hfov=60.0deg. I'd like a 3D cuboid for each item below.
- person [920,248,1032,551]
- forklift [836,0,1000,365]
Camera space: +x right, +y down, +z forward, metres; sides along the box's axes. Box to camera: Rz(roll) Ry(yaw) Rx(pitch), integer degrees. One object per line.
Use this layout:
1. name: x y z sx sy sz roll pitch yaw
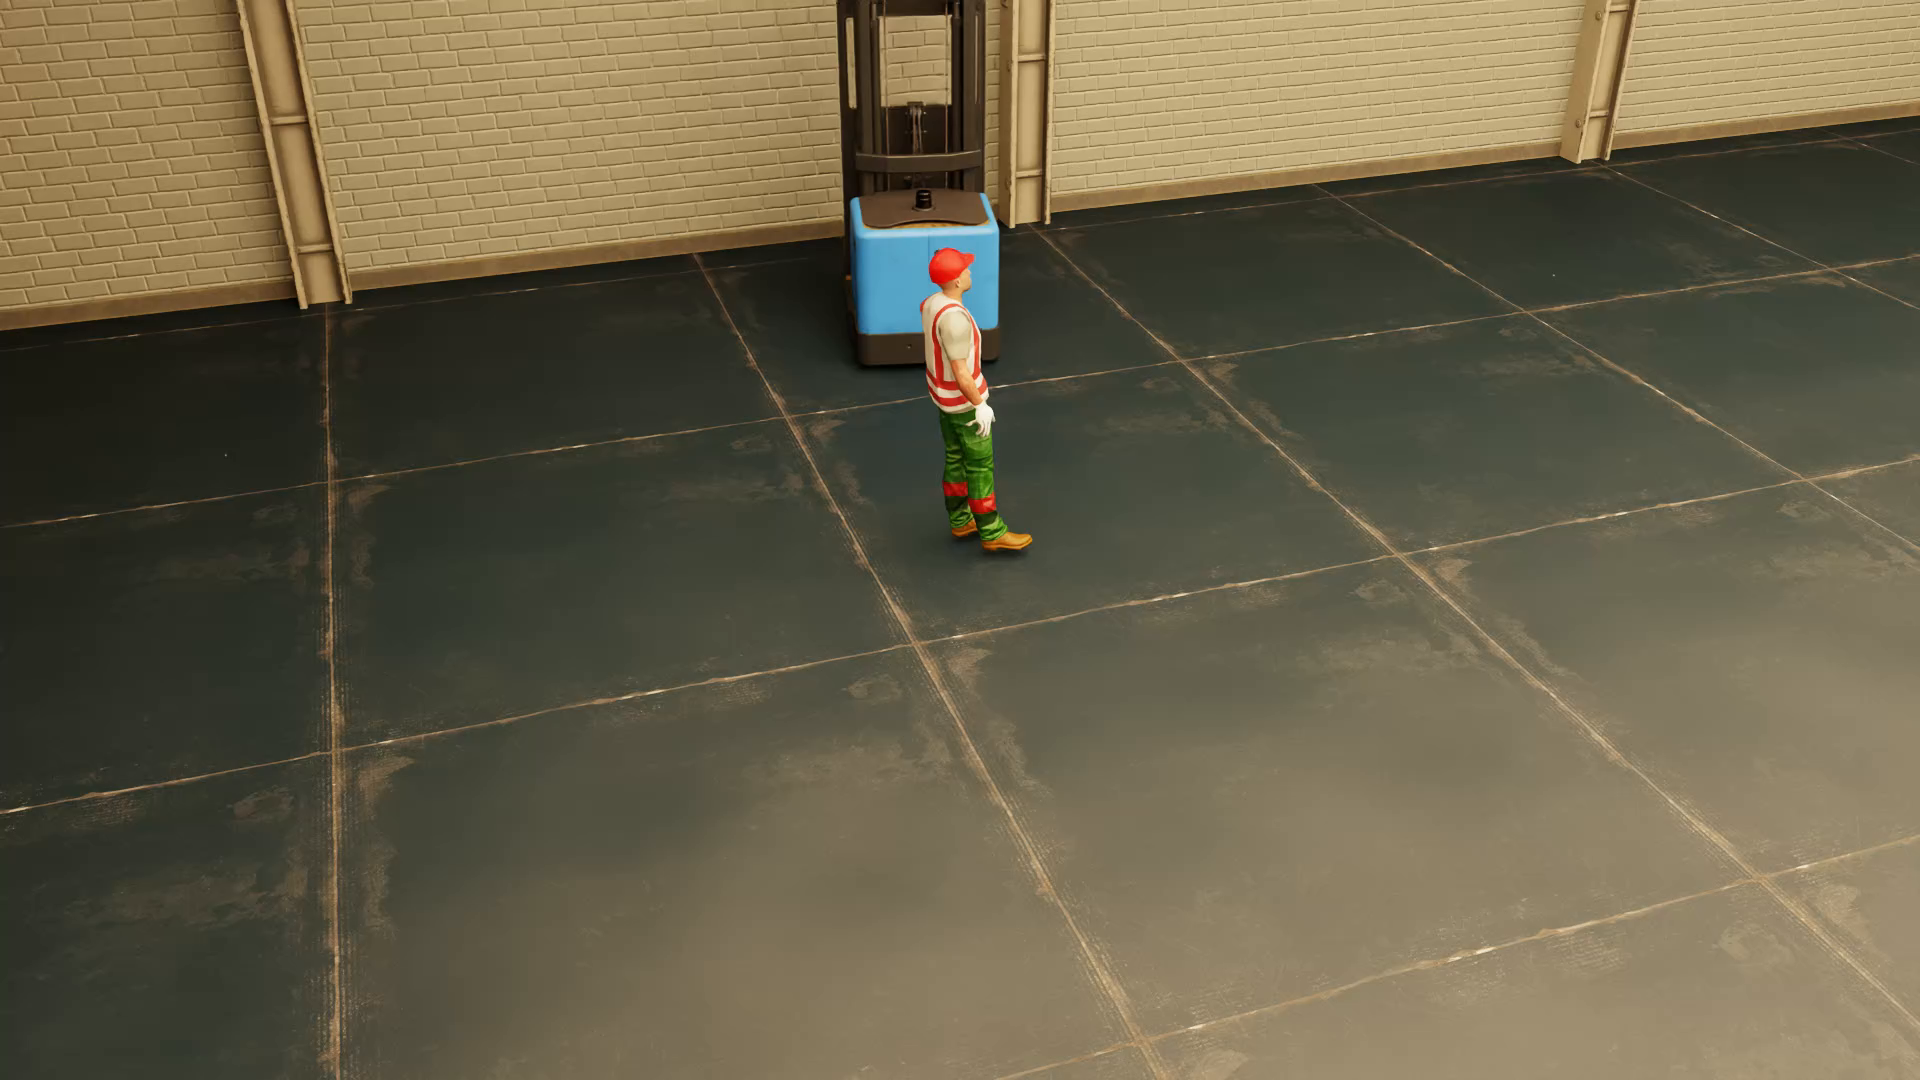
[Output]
1. person: 0.080 -0.824 9.570 0.561 1.789 0.638 -10 31 -16
2. forklift: -0.381 -3.251 12.737 1.130 2.935 3.031 -3 30 -5
